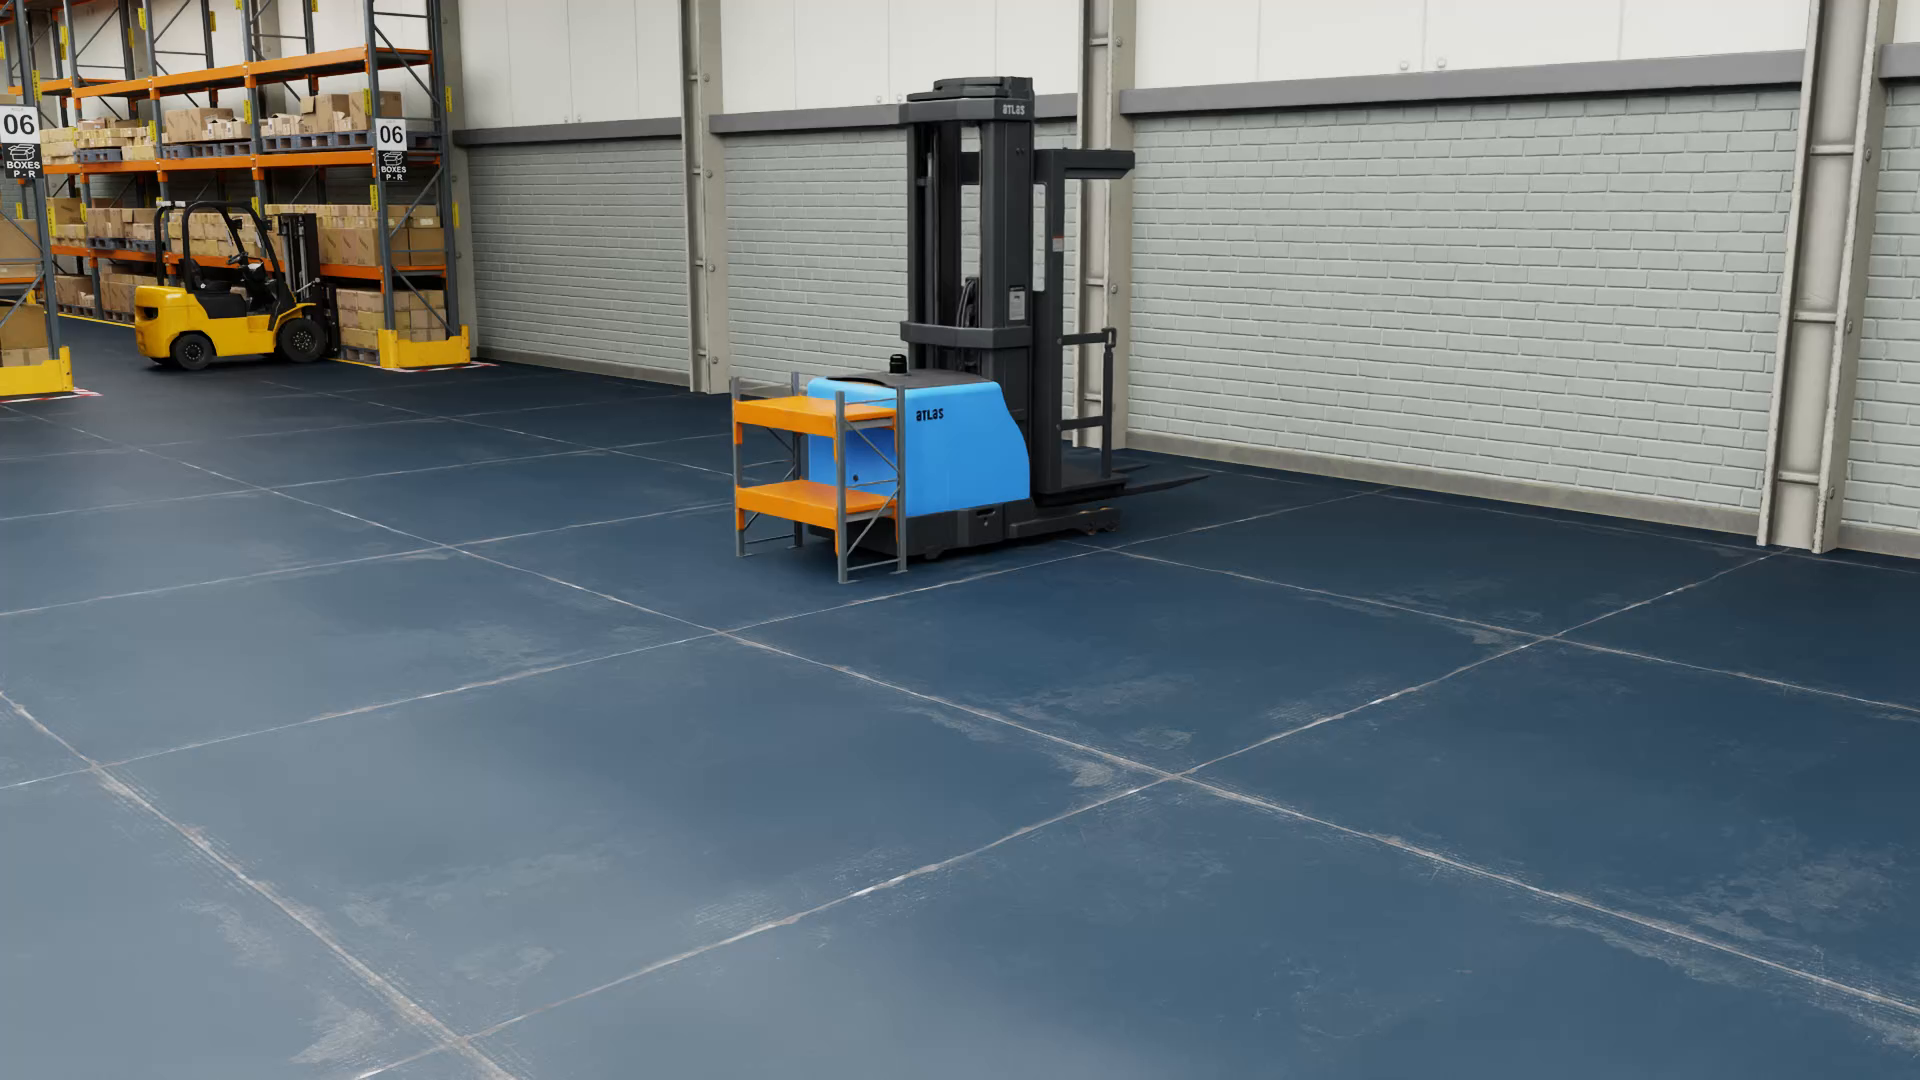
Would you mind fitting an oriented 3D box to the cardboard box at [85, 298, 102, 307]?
[{"bbox_3d":[-16.081,-4.434,31.022,0.250,0.149,0.380,11,16,43],"label":"cardboard box"}]

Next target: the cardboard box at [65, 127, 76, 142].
[{"bbox_3d":[-16.007,-7.410,30.407,0.500,0.250,0.500,-11,16,-42],"label":"cardboard box"}]

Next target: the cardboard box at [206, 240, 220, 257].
[{"bbox_3d":[-11.531,-4.604,26.194,0.500,0.250,0.500,-10,15,-41],"label":"cardboard box"}]

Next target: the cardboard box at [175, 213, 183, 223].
[{"bbox_3d":[-12.530,-5.240,27.058,0.380,0.149,0.250,-10,16,-41],"label":"cardboard box"}]

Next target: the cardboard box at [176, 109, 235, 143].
[{"bbox_3d":[-11.977,-6.573,26.414,0.700,0.500,0.500,-11,16,-44],"label":"cardboard box"}]

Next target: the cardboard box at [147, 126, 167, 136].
[{"bbox_3d":[-13.173,-6.746,27.433,0.380,0.149,0.250,-10,15,-41],"label":"cardboard box"}]

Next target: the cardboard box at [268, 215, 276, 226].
[{"bbox_3d":[-9.930,-4.700,24.434,0.380,0.149,0.250,-11,16,-43],"label":"cardboard box"}]

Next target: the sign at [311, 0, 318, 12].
[{"bbox_3d":[-9.541,-7.963,24.556,0.100,0.325,0.005,-11,16,-43],"label":"sign"}]

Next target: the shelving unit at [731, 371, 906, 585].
[{"bbox_3d":[-0.862,-0.403,10.077,0.538,1.125,1.048,-11,16,-42],"label":"shelving unit"}]

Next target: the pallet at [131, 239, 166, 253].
[{"bbox_3d":[-13.241,-4.995,28.199,1.213,0.211,1.003,-11,16,-43],"label":"pallet"}]

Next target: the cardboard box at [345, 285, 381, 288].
[{"bbox_3d":[-8.426,-3.500,23.763,0.500,0.250,0.500,-11,16,-44],"label":"cardboard box"}]

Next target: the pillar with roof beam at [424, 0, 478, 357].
[{"bbox_3d":[-10.140,-6.398,19.666,9.100,9.000,0.400,-11,16,-43],"label":"pillar with roof beam"}]

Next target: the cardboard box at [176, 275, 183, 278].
[{"bbox_3d":[-13.586,-4.570,29.207,0.380,0.149,0.250,-11,16,-44],"label":"cardboard box"}]

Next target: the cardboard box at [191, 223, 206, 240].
[{"bbox_3d":[-11.899,-4.920,26.494,0.500,0.250,0.500,11,16,44],"label":"cardboard box"}]

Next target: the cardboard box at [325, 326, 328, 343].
[{"bbox_3d":[-8.801,-2.937,23.506,0.500,0.250,0.500,-10,15,-41],"label":"cardboard box"}]

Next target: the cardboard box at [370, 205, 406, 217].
[{"bbox_3d":[-7.597,-4.368,22.086,0.380,0.149,0.250,-11,16,-42],"label":"cardboard box"}]

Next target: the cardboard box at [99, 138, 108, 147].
[{"bbox_3d":[-14.690,-6.898,28.862,0.380,0.149,0.250,-10,16,-41],"label":"cardboard box"}]

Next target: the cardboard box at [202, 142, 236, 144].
[{"bbox_3d":[-12.036,-6.580,27.067,0.500,0.250,0.500,-11,16,-43],"label":"cardboard box"}]

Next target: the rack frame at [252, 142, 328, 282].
[{"bbox_3d":[-9.960,-4.416,24.913,1.000,3.000,0.127,-11,16,-43],"label":"rack frame"}]

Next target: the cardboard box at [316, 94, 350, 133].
[{"bbox_3d":[-8.314,-5.799,22.657,0.700,0.500,0.500,-11,16,-42],"label":"cardboard box"}]

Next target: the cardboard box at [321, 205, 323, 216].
[{"bbox_3d":[-8.661,-4.591,23.168,0.380,0.149,0.250,-11,16,-42],"label":"cardboard box"}]

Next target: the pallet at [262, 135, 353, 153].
[{"bbox_3d":[-9.352,-5.721,24.033,1.003,0.211,1.213,-11,16,-43],"label":"pallet"}]

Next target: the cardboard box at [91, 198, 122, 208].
[{"bbox_3d":[-16.320,-6.278,31.725,0.500,0.500,0.500,11,16,44],"label":"cardboard box"}]

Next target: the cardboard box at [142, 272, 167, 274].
[{"bbox_3d":[-14.662,-4.797,30.310,0.380,0.149,0.250,-11,16,-42],"label":"cardboard box"}]

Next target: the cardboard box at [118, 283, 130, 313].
[{"bbox_3d":[-14.597,-4.313,29.568,0.500,0.500,0.500,11,16,43],"label":"cardboard box"}]

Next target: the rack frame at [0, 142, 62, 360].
[{"bbox_3d":[-10.785,-3.140,18.720,1.000,3.000,0.127,-11,16,-43],"label":"rack frame"}]

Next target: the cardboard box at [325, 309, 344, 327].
[{"bbox_3d":[-8.470,-3.111,23.112,0.500,0.250,0.500,-11,16,-44],"label":"cardboard box"}]

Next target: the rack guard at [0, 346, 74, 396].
[{"bbox_3d":[-10.837,-1.927,19.026,1.175,0.500,0.348,-11,16,-43],"label":"rack guard"}]

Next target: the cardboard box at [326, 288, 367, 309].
[{"bbox_3d":[-8.453,-3.351,23.038,0.500,0.250,0.500,-11,16,-42],"label":"cardboard box"}]

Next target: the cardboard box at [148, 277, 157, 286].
[{"bbox_3d":[-13.756,-4.461,28.676,0.380,0.149,0.250,-10,15,-41],"label":"cardboard box"}]

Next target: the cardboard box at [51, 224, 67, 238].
[{"bbox_3d":[-17.059,-5.917,31.834,0.500,0.250,0.500,11,16,44],"label":"cardboard box"}]

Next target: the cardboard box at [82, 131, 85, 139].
[{"bbox_3d":[-15.360,-7.197,29.572,0.380,0.149,0.250,-11,16,-42],"label":"cardboard box"}]

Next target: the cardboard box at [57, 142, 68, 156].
[{"bbox_3d":[-16.365,-7.235,30.796,0.500,0.250,0.500,11,16,43],"label":"cardboard box"}]

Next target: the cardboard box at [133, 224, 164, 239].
[{"bbox_3d":[-13.685,-5.241,28.248,0.500,0.250,0.500,11,16,42],"label":"cardboard box"}]

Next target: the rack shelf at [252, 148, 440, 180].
[{"bbox_3d":[-8.578,-5.241,23.267,1.077,0.370,4.000,-11,16,-43],"label":"rack shelf"}]

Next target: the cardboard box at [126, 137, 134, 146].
[{"bbox_3d":[-14.010,-6.801,28.437,0.380,0.149,0.250,-10,15,-41],"label":"cardboard box"}]

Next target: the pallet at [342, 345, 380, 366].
[{"bbox_3d":[-7.756,-2.573,22.875,1.003,0.211,1.213,-11,16,-43],"label":"pallet"}]

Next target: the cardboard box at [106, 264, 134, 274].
[{"bbox_3d":[-15.215,-4.908,30.109,0.250,0.149,0.380,11,16,42],"label":"cardboard box"}]

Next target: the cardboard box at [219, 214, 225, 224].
[{"bbox_3d":[-11.260,-4.984,25.815,0.380,0.149,0.250,-11,16,-42],"label":"cardboard box"}]

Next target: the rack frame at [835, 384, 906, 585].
[{"bbox_3d":[-0.516,-0.327,9.712,0.500,1.125,0.032,-11,16,-42],"label":"rack frame"}]

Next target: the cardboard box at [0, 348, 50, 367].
[{"bbox_3d":[-11.142,-2.155,19.714,0.500,0.250,0.500,-11,16,-43],"label":"cardboard box"}]

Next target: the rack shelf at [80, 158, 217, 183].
[{"bbox_3d":[-14.103,-6.409,28.934,1.077,0.370,4.000,-11,16,-43],"label":"rack shelf"}]

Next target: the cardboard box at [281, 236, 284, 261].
[{"bbox_3d":[-9.470,-4.290,24.055,0.500,0.500,0.500,-11,16,-42],"label":"cardboard box"}]

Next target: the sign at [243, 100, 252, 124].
[{"bbox_3d":[-10.345,-6.216,24.153,0.100,0.325,0.005,-11,16,-43],"label":"sign"}]

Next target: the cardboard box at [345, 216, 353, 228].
[{"bbox_3d":[-8.135,-4.328,22.630,0.380,0.149,0.250,-11,16,-43],"label":"cardboard box"}]

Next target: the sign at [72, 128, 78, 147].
[{"bbox_3d":[-15.871,-7.229,29.853,0.100,0.325,0.005,-11,16,-43],"label":"sign"}]

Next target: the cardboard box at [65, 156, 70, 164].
[{"bbox_3d":[-16.292,-7.018,30.730,0.380,0.149,0.250,-10,15,-41],"label":"cardboard box"}]

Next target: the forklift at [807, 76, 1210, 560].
[{"bbox_3d":[0.456,-1.538,11.111,3.031,2.935,1.130,-10,15,-40],"label":"forklift"}]

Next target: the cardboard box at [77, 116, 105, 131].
[{"bbox_3d":[-15.529,-7.441,29.729,0.396,0.266,0.258,-11,16,-43],"label":"cardboard box"}]

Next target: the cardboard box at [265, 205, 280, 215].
[{"bbox_3d":[-9.954,-4.841,24.381,0.380,0.149,0.250,-10,16,-41],"label":"cardboard box"}]

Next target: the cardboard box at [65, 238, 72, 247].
[{"bbox_3d":[-16.638,-5.617,31.364,0.380,0.149,0.250,-11,16,-43],"label":"cardboard box"}]

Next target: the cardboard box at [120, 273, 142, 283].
[{"bbox_3d":[-14.797,-4.690,29.788,0.380,0.149,0.250,-11,16,-44],"label":"cardboard box"}]
